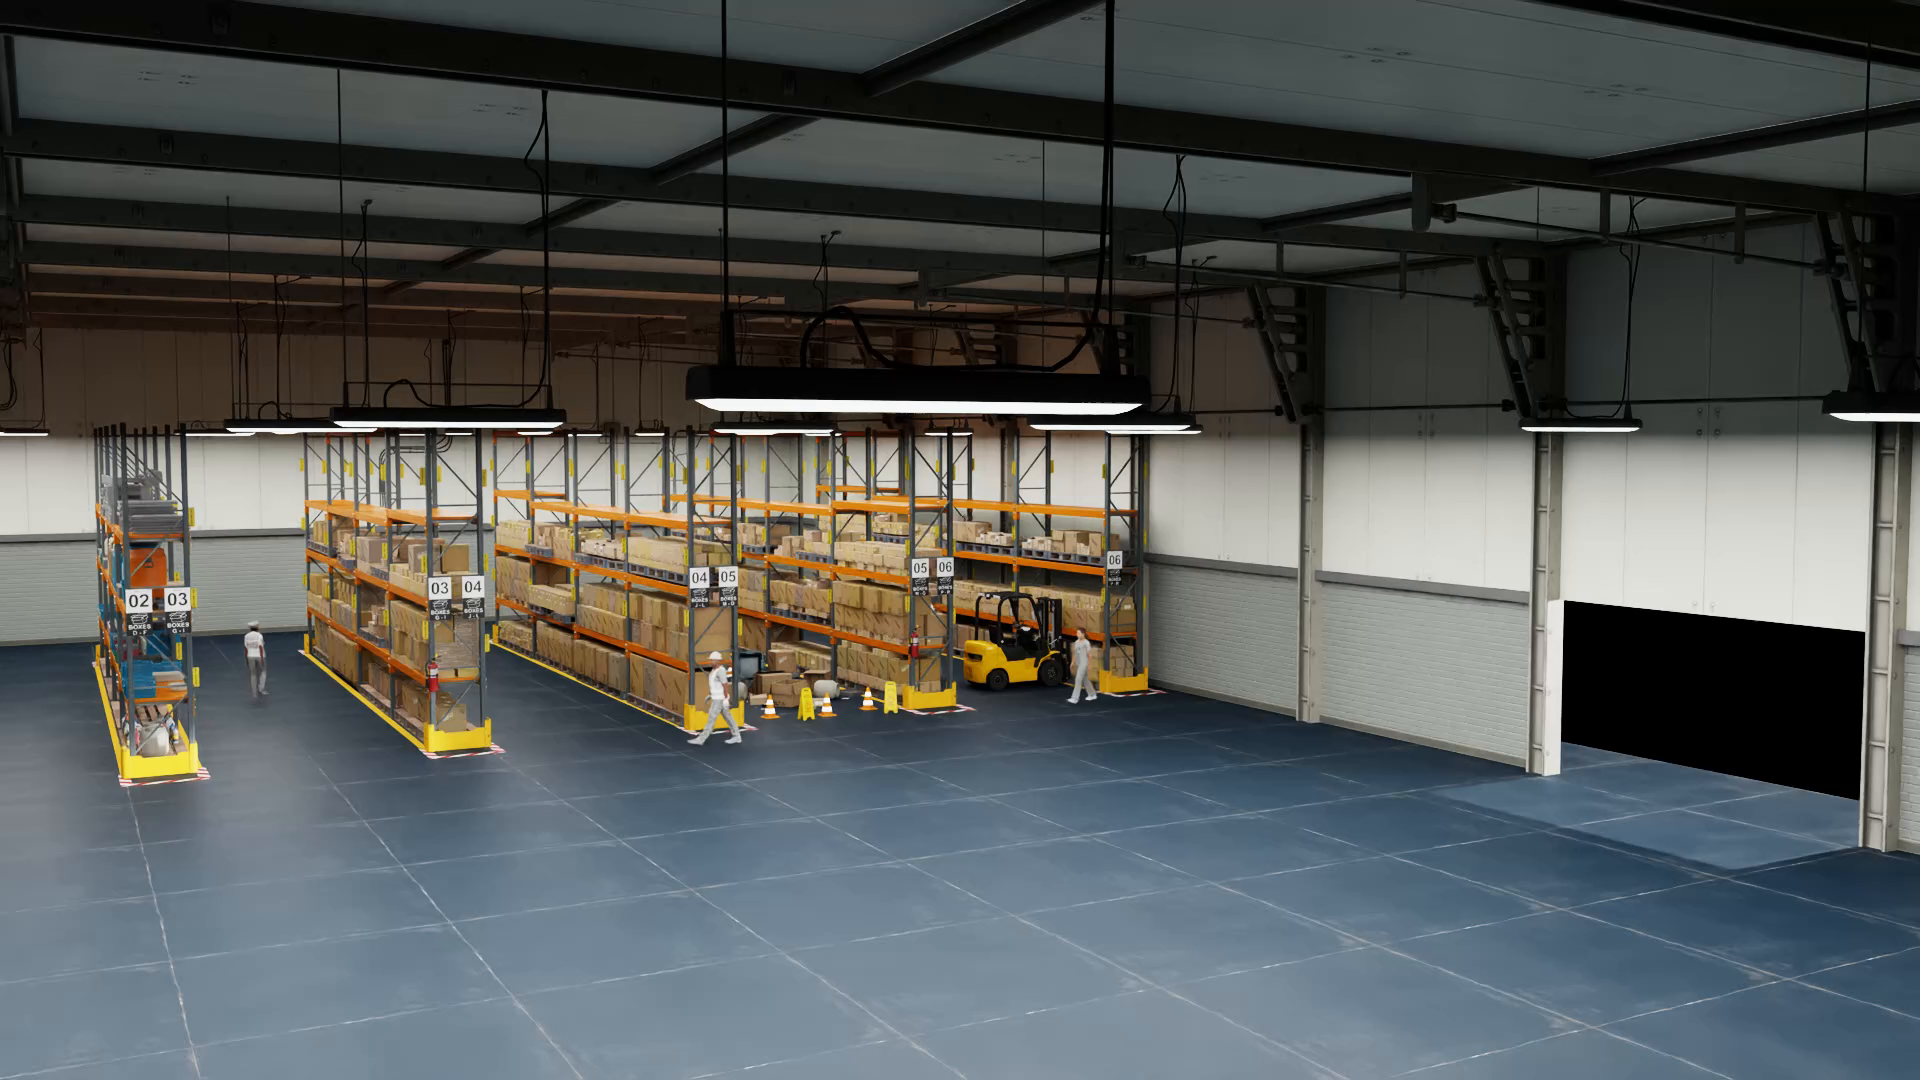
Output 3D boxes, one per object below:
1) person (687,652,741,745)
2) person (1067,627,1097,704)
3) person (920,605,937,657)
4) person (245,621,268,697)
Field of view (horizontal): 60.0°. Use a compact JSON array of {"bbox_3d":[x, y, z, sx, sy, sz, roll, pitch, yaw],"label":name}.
[{"bbox_3d":[-4.589,2.947,31.003,1.007,1.729,0.562,-1,4,-12],"label":"person"},{"bbox_3d":[2.637,2.713,36.167,0.867,1.650,0.454,-2,4,-25],"label":"person"},{"bbox_3d":[-0.714,2.425,39.977,0.569,1.782,0.613,-2,4,-34],"label":"person"},{"bbox_3d":[-15.650,2.646,36.948,0.464,1.681,0.516,-1,4,-17],"label":"person"}]
